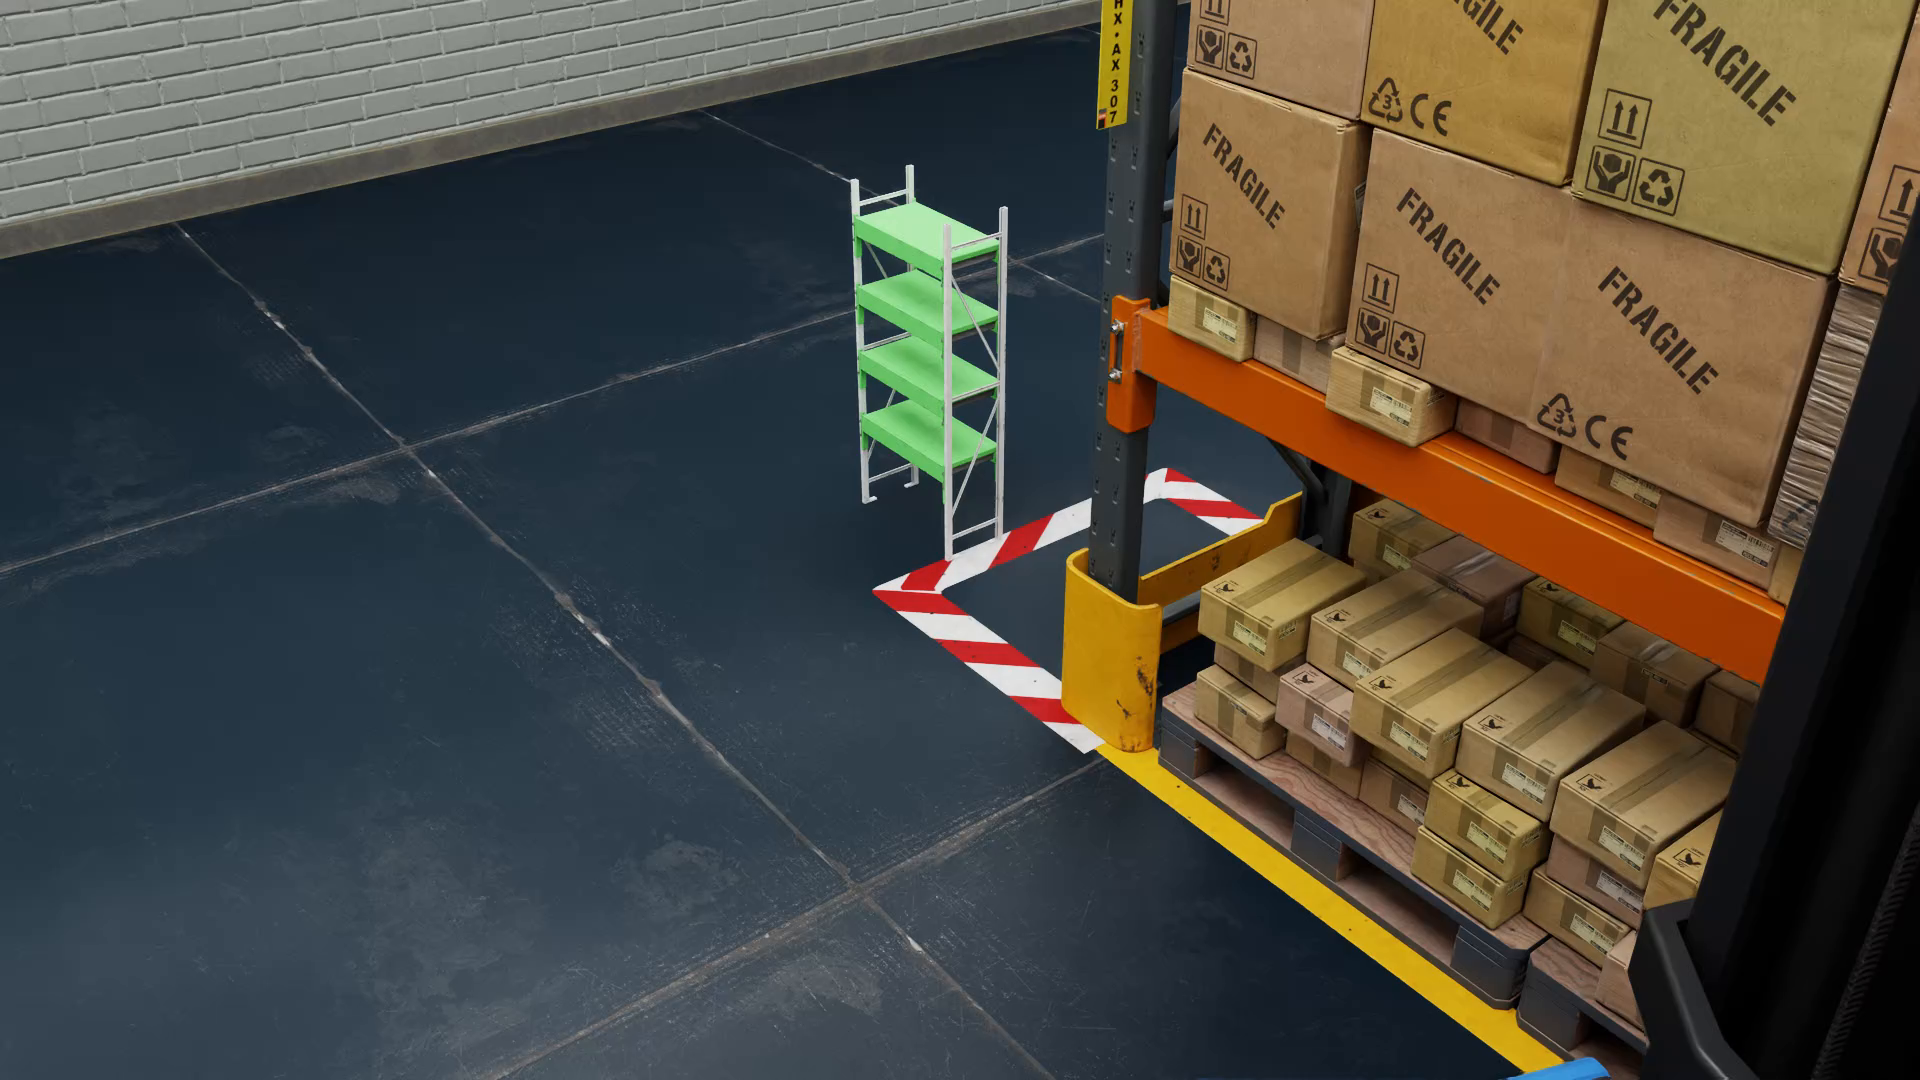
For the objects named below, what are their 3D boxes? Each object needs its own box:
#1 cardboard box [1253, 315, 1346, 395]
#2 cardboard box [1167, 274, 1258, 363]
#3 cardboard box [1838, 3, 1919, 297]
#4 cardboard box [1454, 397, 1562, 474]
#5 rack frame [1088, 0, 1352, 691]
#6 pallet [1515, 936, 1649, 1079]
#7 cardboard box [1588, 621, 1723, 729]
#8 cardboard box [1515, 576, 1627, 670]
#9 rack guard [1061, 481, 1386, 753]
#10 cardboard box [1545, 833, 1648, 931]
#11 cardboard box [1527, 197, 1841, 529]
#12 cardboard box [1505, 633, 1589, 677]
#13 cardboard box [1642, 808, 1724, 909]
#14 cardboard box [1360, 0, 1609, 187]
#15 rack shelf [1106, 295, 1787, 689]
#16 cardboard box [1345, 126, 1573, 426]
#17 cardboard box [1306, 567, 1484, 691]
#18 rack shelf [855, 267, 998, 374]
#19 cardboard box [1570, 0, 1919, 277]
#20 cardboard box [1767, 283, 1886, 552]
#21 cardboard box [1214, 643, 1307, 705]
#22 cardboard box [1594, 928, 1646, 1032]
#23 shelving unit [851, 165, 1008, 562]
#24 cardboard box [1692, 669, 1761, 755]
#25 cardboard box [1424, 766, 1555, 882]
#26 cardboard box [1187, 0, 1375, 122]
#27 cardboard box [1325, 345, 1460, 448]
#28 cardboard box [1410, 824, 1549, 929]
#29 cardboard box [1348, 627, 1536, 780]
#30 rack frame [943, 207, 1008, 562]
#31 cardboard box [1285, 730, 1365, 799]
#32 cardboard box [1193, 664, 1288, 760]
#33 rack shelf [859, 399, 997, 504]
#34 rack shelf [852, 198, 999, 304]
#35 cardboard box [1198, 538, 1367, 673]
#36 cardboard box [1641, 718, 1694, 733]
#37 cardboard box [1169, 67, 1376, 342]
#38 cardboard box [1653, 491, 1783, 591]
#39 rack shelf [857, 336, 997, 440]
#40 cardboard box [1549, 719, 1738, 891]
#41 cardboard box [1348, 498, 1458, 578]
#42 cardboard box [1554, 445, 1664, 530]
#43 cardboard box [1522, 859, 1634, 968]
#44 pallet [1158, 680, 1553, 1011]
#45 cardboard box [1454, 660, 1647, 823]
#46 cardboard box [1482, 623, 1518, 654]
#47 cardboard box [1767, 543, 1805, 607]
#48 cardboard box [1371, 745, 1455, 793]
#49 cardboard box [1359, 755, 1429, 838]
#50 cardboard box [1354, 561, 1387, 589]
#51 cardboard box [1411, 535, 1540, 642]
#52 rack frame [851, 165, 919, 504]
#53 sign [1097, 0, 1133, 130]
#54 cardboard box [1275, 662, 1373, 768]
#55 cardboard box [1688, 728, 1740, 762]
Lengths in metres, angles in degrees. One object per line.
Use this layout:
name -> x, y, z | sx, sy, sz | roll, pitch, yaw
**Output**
cardboard box -> 0.924, -0.501, 3.952 | 0.380, 0.149, 0.250 | -21, 37, -30
cardboard box -> 0.735, -0.594, 4.101 | 0.380, 0.149, 0.250 | -23, 38, -32
cardboard box -> 1.792, -0.619, 2.579 | 0.500, 0.500, 0.500 | -24, 39, -33
cardboard box -> 1.314, -0.308, 3.641 | 0.380, 0.149, 0.250 | -20, 37, -29
rack frame -> 0.796, -0.942, 4.423 | 1.000, 3.000, 0.127 | -22, 38, -31
pallet -> 2.056, 1.133, 3.726 | 1.003, 0.211, 1.213 | -22, 38, -31
cardboard box -> 1.797, 0.295, 4.171 | 0.380, 0.149, 0.250 | -24, 39, -33
cardboard box -> 1.688, 0.167, 4.378 | 0.380, 0.149, 0.250 | -23, 39, -32
rack guard -> 0.842, 0.152, 5.032 | 1.175, 0.500, 0.348 | -22, 38, -31
cardboard box -> 1.567, 0.694, 3.812 | 0.380, 0.149, 0.250 | -24, 39, -34
cardboard box -> 1.491, -0.411, 3.192 | 0.500, 0.500, 0.500 | -22, 38, -31
cardboard box -> 1.665, 0.308, 4.433 | 0.380, 0.149, 0.250 | -24, 39, -33
cardboard box -> 1.671, 0.709, 3.506 | 0.380, 0.149, 0.250 | -22, 38, -31
cardboard box -> 1.176, -1.054, 3.280 | 0.500, 0.500, 0.500 | -21, 38, -30
rack shelf -> 2.022, 0.197, 3.271 | 1.077, 0.370, 4.000 | -22, 38, -31
cardboard box -> 1.201, -0.619, 3.527 | 0.500, 0.500, 0.500 | -22, 38, -31
cardboard box -> 1.113, 0.242, 4.257 | 0.380, 0.149, 0.250 | -22, 38, -31
rack shelf -> -0.102, -0.728, 5.452 | 0.258, 0.148, 0.480 | -22, 38, -31
cardboard box -> 1.477, -0.830, 2.919 | 0.500, 0.500, 0.500 | -23, 39, -32
cardboard box -> 1.809, -0.201, 2.853 | 0.500, 0.500, 0.500 | -23, 39, -33
cardboard box -> 0.914, 0.266, 4.501 | 0.380, 0.149, 0.250 | -21, 37, -29
cardboard box -> 1.633, 0.946, 3.688 | 0.380, 0.149, 0.250 | -24, 39, -34
shelving unit -> -0.102, -0.579, 5.545 | 0.258, 1.200, 0.503 | -22, 38, -31
cardboard box -> 2.006, 0.389, 4.020 | 0.380, 0.149, 0.250 | -21, 37, -30
cardboard box -> 1.329, 0.614, 3.941 | 0.380, 0.149, 0.250 | -21, 38, -30
cardboard box -> 0.861, -1.262, 3.615 | 0.500, 0.500, 0.500 | -23, 38, -32
cardboard box -> 1.047, -0.372, 3.744 | 0.380, 0.149, 0.250 | -23, 39, -33
cardboard box -> 1.317, 0.739, 4.022 | 0.380, 0.149, 0.250 | -22, 38, -31
cardboard box -> 1.166, 0.389, 4.021 | 0.380, 0.149, 0.250 | -22, 38, -32
rack frame -> 0.048, -0.477, 5.381 | 0.240, 1.200, 0.015 | -22, 38, -31
cardboard box -> 1.089, 0.495, 4.413 | 0.380, 0.149, 0.250 | -22, 38, -32
cardboard box -> 0.864, 0.413, 4.546 | 0.380, 0.149, 0.250 | -21, 38, -30
rack shelf -> -0.102, -0.321, 5.705 | 0.258, 0.148, 0.480 | -22, 38, -31
rack shelf -> -0.102, -0.932, 5.325 | 0.258, 0.148, 0.480 | -22, 38, -31
cardboard box -> 0.848, 0.166, 4.379 | 0.380, 0.149, 0.250 | -24, 39, -33
cardboard box -> 1.748, 0.454, 4.199 | 0.380, 0.149, 0.250 | -23, 38, -32
cardboard box -> 0.853, -0.834, 3.873 | 0.500, 0.500, 0.500 | -20, 37, -29
cardboard box -> 1.590, -0.075, 3.266 | 0.380, 0.149, 0.250 | -23, 39, -32
rack shelf -> -0.102, -0.524, 5.578 | 0.258, 0.148, 0.480 | -22, 38, -31
cardboard box -> 1.546, 0.584, 3.707 | 0.380, 0.149, 0.250 | -21, 37, -30
cardboard box -> 1.320, -0.023, 4.684 | 0.380, 0.149, 0.250 | -22, 38, -31
cardboard box -> 1.461, -0.187, 3.446 | 0.380, 0.149, 0.250 | -23, 38, -32
cardboard box -> 1.549, 0.814, 3.900 | 0.380, 0.149, 0.250 | -22, 38, -31
pallet -> 1.312, 0.625, 4.544 | 1.003, 0.211, 1.213 | -22, 38, -31
cardboard box -> 1.383, 0.466, 3.898 | 0.380, 0.149, 0.250 | -24, 39, -34
cardboard box -> 1.462, 0.219, 4.577 | 0.380, 0.149, 0.250 | -23, 39, -32
cardboard box -> 1.732, 0.040, 3.081 | 0.380, 0.149, 0.250 | -21, 37, -30
cardboard box -> 1.257, 0.472, 4.169 | 0.380, 0.149, 0.250 | -22, 38, -31
cardboard box -> 1.247, 0.597, 4.250 | 0.380, 0.149, 0.250 | -22, 38, -31
cardboard box -> 1.345, 0.092, 4.781 | 0.380, 0.149, 0.250 | -23, 39, -33
cardboard box -> 1.429, 0.100, 4.486 | 0.380, 0.149, 0.250 | -21, 38, -30
rack frame -> -0.251, -0.680, 5.708 | 0.240, 1.200, 0.015 | -22, 38, -31
sign -> 0.367, -1.134, 3.912 | 0.100, 0.325, 0.005 | -22, 38, -31
cardboard box -> 1.037, 0.398, 4.288 | 0.380, 0.149, 0.250 | -22, 38, -32
cardboard box -> 1.992, 0.520, 4.092 | 0.380, 0.149, 0.250 | -22, 38, -31
